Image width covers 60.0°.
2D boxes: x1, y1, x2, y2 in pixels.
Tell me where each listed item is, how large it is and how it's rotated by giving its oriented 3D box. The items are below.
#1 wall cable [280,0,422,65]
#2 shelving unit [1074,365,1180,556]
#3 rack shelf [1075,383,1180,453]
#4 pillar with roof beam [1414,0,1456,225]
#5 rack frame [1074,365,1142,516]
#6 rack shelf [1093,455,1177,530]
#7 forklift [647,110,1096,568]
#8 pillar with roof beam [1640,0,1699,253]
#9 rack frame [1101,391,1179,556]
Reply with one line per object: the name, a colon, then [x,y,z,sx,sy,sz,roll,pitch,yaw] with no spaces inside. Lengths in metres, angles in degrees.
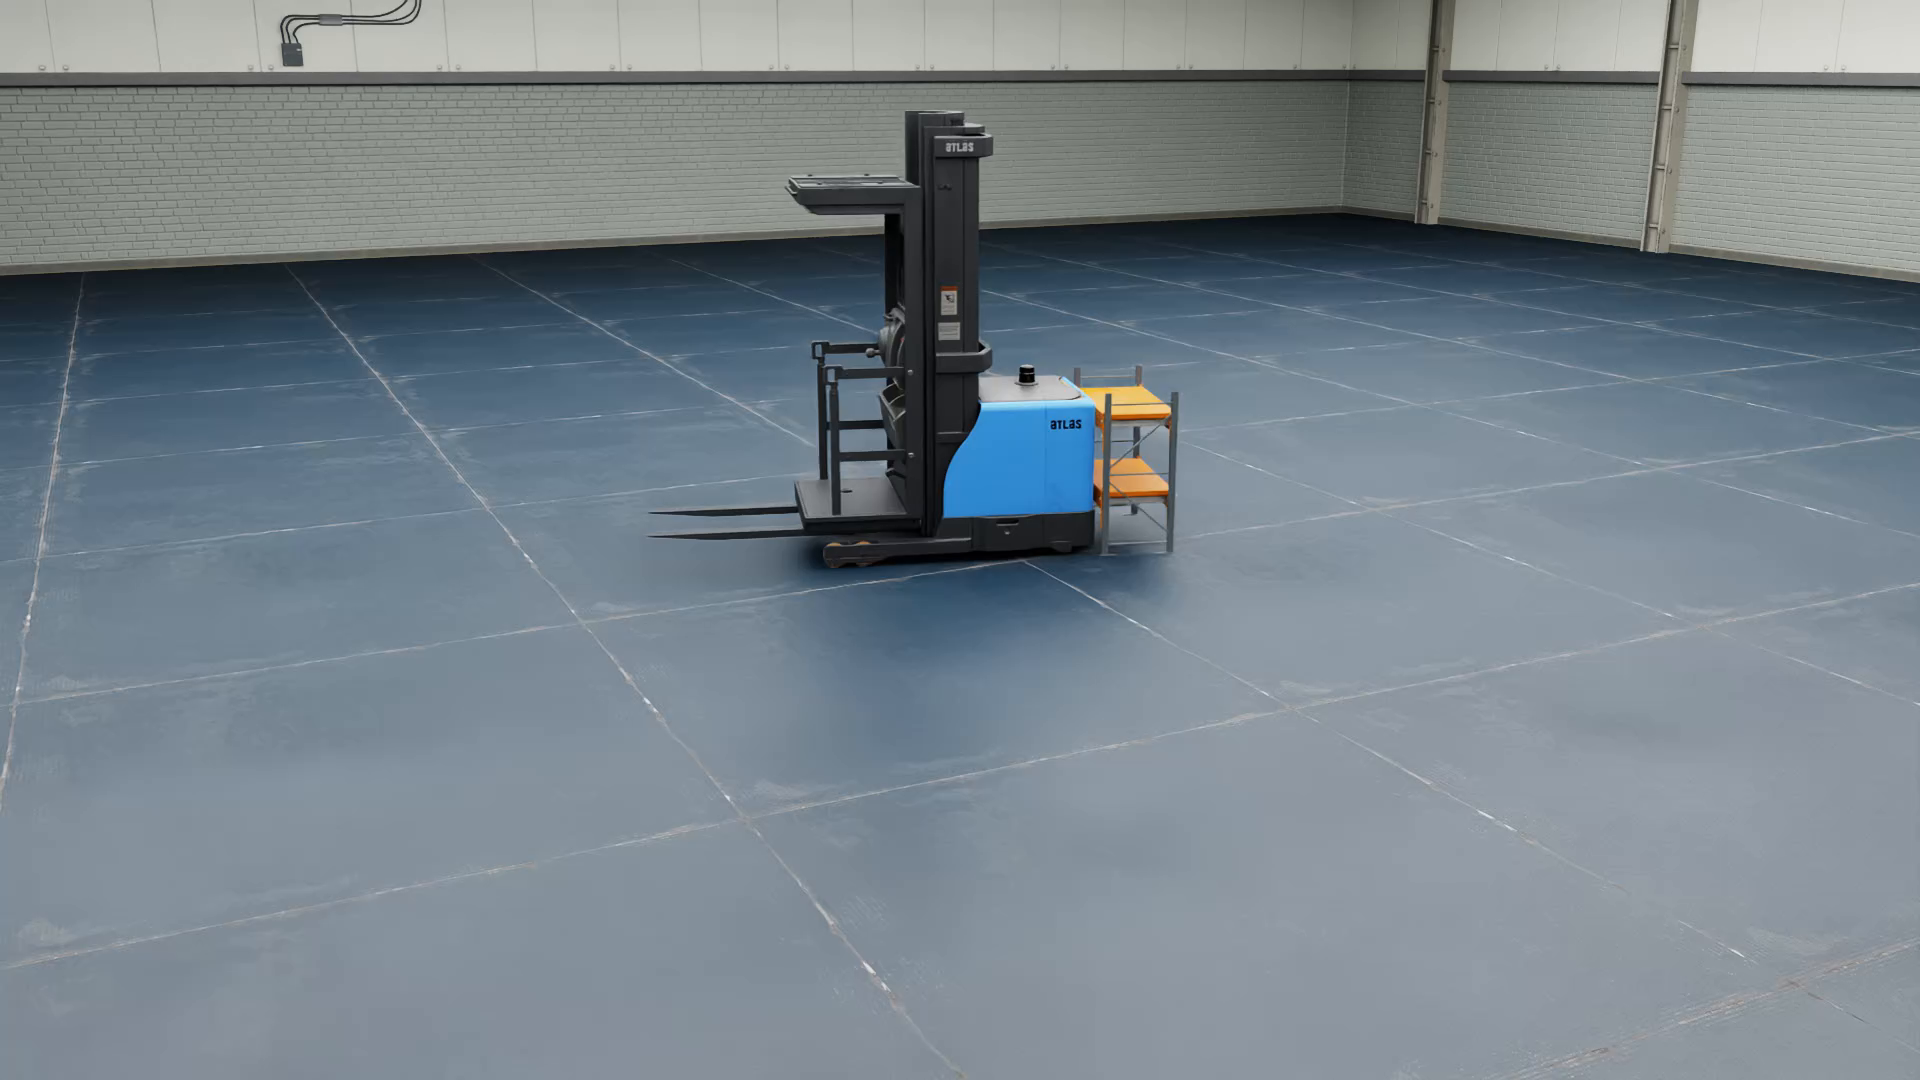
wall cable: [-10.090,-10.830,27.012,2.305,6.003,0.169,-8,18,-25]
shelving unit: [1.146,-0.583,11.744,0.538,1.125,1.048,-2,16,-8]
rack shelf: [1.146,-0.864,11.663,0.538,0.278,1.000,-2,16,-8]
pillar with roof beam: [5.917,-10.449,31.847,9.100,9.000,0.400,-8,18,-25]
rack frame: [1.077,-0.722,12.228,0.500,1.125,0.032,-2,16,-8]
rack shelf: [1.146,-0.348,11.811,0.538,0.278,1.000,-2,16,-8]
forklift: [-0.639,-1.380,11.246,3.031,2.935,1.130,-3,16,-9]
pillar with roof beam: [8.546,-8.961,26.662,9.100,9.000,0.400,-8,18,-25]
rack frame: [1.216,-0.444,11.259,0.500,1.125,0.032,-2,16,-8]
